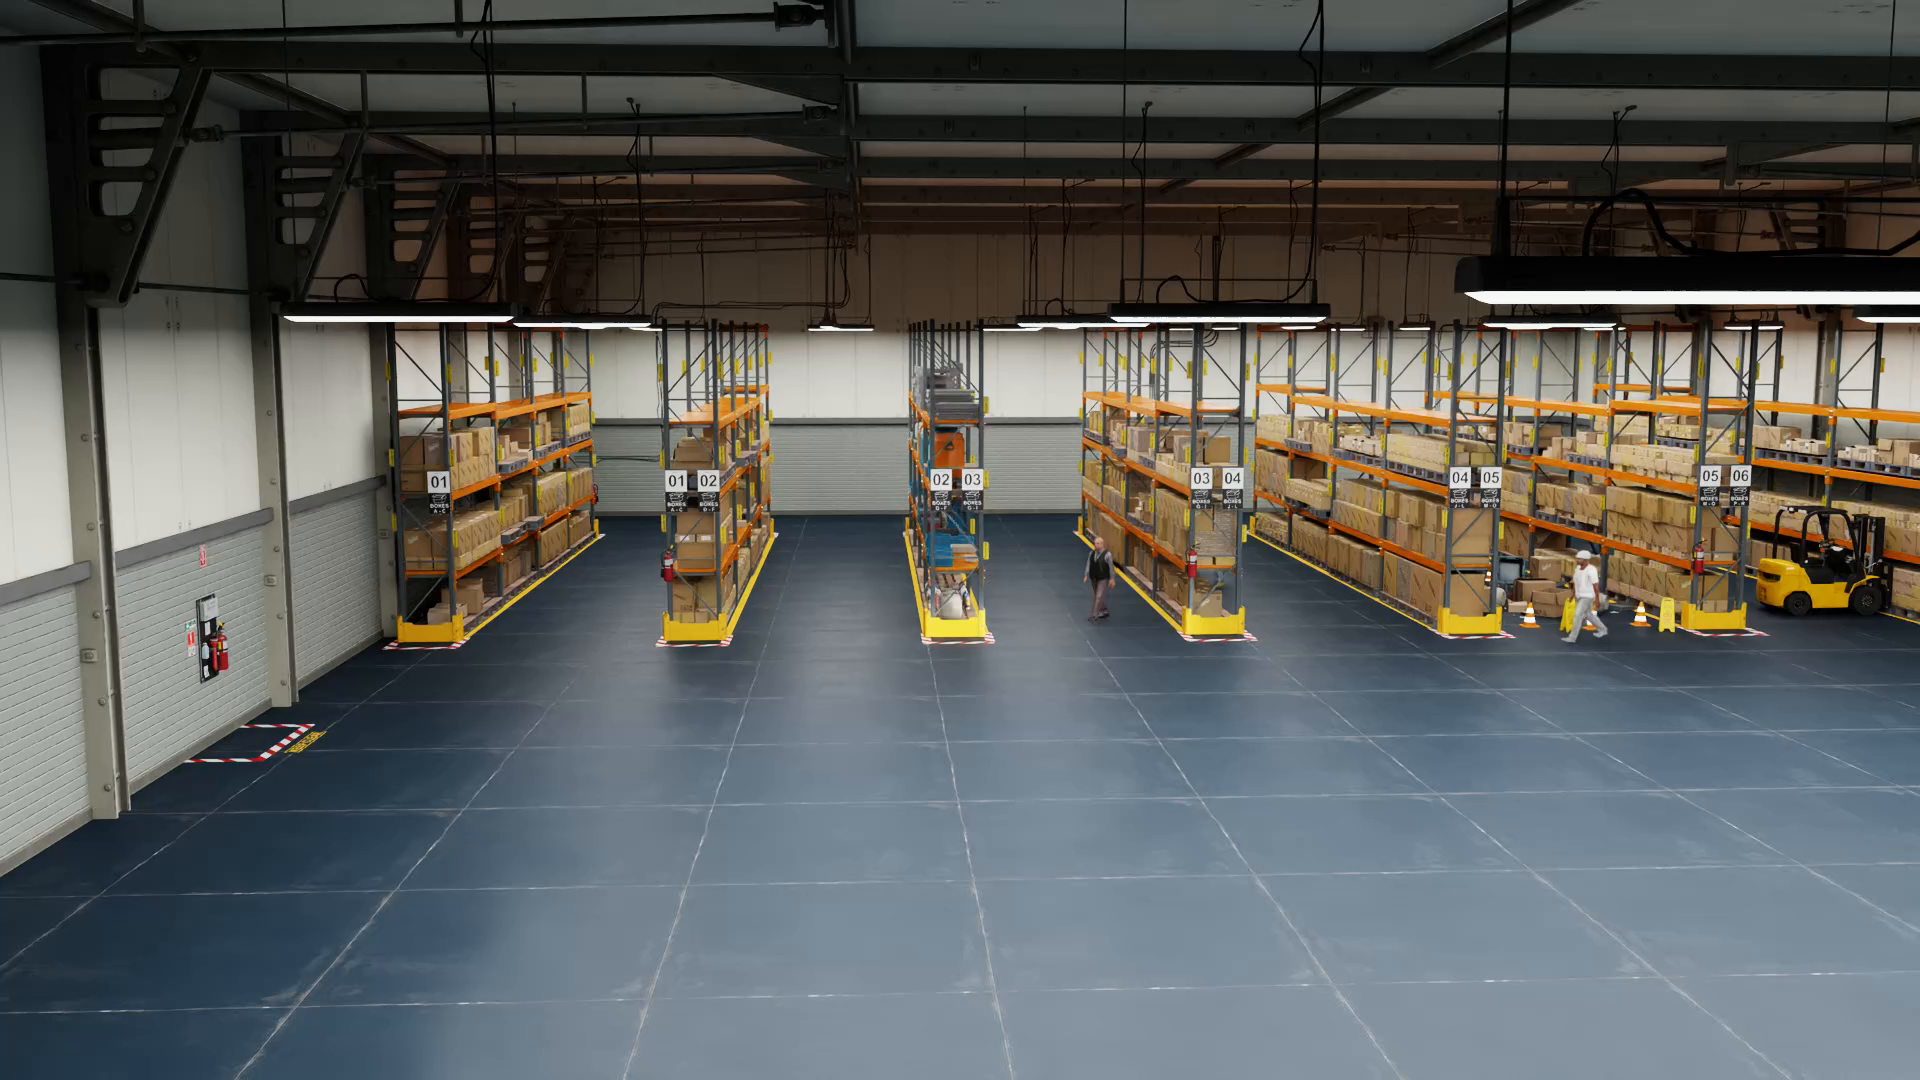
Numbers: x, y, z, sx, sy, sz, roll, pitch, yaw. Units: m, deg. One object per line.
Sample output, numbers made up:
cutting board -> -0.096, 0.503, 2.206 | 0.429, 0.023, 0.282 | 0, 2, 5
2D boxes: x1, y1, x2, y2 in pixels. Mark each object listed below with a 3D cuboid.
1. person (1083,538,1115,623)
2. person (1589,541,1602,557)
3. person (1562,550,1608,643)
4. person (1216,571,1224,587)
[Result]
person -> 2.730, 0.785, 33.147 | 0.566, 1.664, 1.021 | 7, 10, 43
person -> 16.229, -0.266, 42.198 | 0.446, 1.607, 0.371 | -4, 8, -30
person -> 11.667, 1.045, 31.000 | 1.040, 1.724, 0.617 | -2, 7, -13
person -> 5.991, 0.184, 37.890 | 0.560, 1.708, 1.085 | 0, 7, -3
